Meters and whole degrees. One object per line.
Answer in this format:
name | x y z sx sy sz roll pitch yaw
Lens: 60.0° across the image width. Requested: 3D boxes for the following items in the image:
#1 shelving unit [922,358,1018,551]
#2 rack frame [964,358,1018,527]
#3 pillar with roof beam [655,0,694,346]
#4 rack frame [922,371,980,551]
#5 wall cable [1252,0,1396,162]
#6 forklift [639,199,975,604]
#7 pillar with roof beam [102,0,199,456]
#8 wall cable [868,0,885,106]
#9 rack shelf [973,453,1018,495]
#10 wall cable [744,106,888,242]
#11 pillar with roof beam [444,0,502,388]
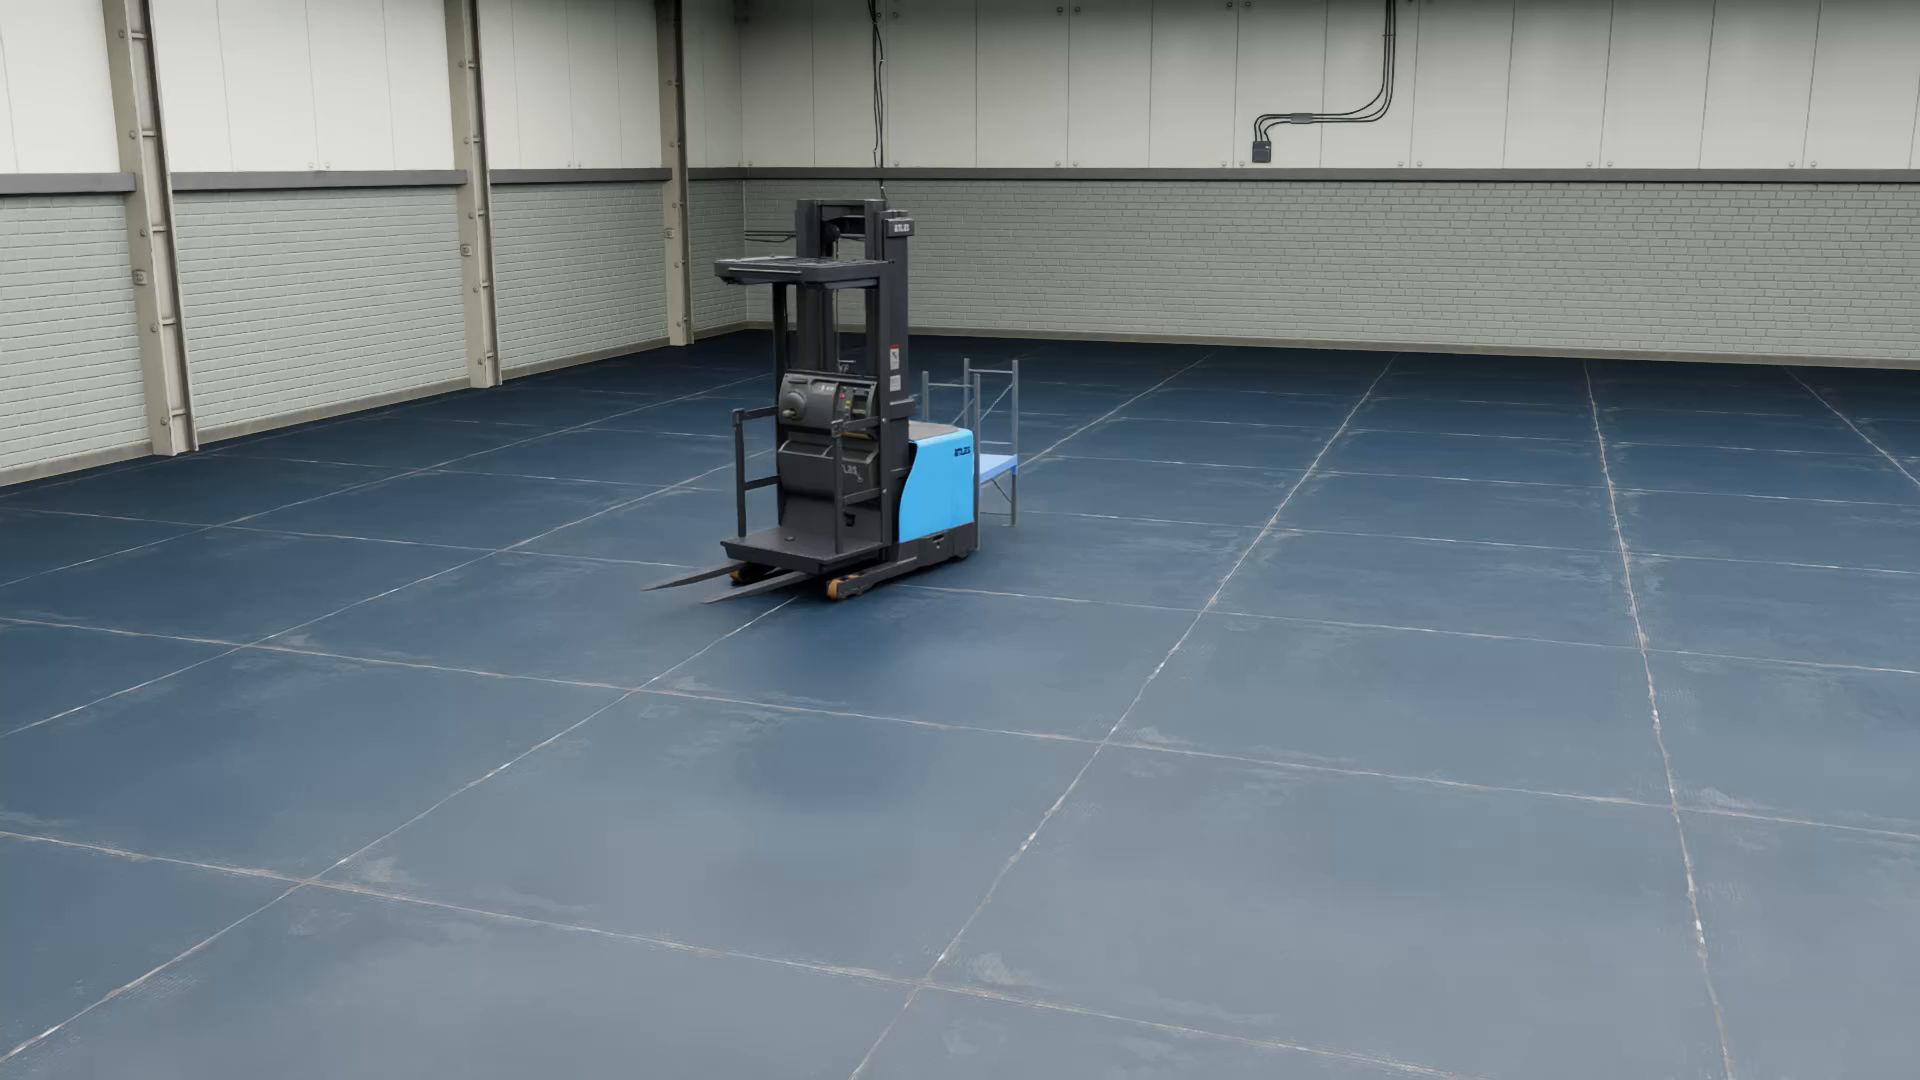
shelving unit | 0.099 -0.767 14.479 0.538 1.500 1.048 5 14 19
rack frame | 0.273 -0.874 14.945 0.500 1.500 0.032 5 14 19
pillar with roof beam | -0.942 -7.601 27.565 9.100 9.000 0.400 4 14 18
rack frame | -0.074 -0.661 14.013 0.500 1.500 0.032 5 14 19
wall cable | 6.167 -9.407 27.836 2.305 6.003 0.169 4 14 18
forklift | -1.149 -1.091 12.679 1.130 2.935 3.031 9 16 35
pillar with roof beam | -4.825 -5.074 16.496 9.100 9.000 0.400 4 14 18
wall cable | -0.251 -9.189 30.154 3.097 2.526 0.112 4 14 18
rack shelf | 0.099 -0.592 14.519 0.538 0.185 1.000 5 14 19
wall cable | -2.811 -6.922 31.570 3.097 2.526 0.112 4 14 18
pillar with roof beam | -2.883 -6.337 22.031 9.100 9.000 0.400 4 14 18
